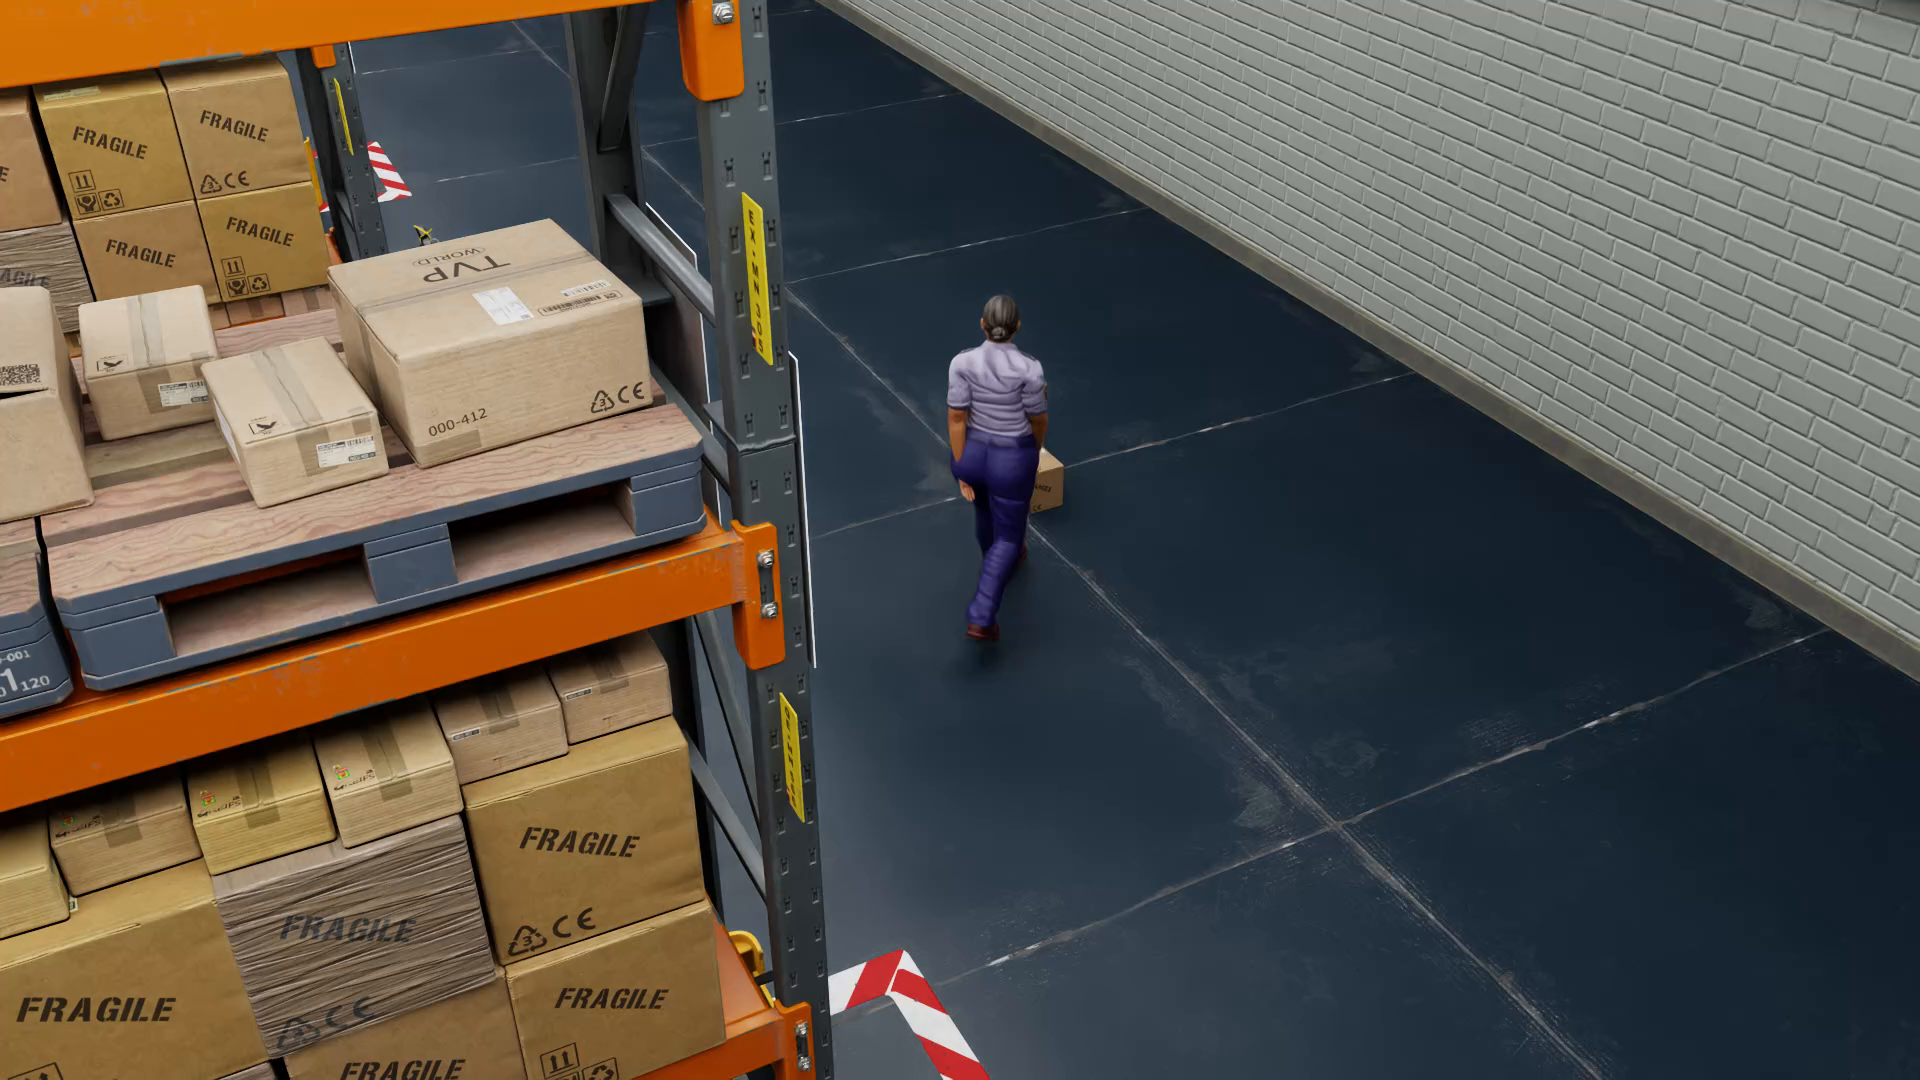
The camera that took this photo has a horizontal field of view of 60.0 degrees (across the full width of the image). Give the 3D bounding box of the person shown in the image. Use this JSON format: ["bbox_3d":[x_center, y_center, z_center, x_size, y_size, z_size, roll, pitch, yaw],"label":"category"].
[{"bbox_3d":[0.163,-0.344,7.691,0.450,1.596,0.981,13,35,19],"label":"person"}]
